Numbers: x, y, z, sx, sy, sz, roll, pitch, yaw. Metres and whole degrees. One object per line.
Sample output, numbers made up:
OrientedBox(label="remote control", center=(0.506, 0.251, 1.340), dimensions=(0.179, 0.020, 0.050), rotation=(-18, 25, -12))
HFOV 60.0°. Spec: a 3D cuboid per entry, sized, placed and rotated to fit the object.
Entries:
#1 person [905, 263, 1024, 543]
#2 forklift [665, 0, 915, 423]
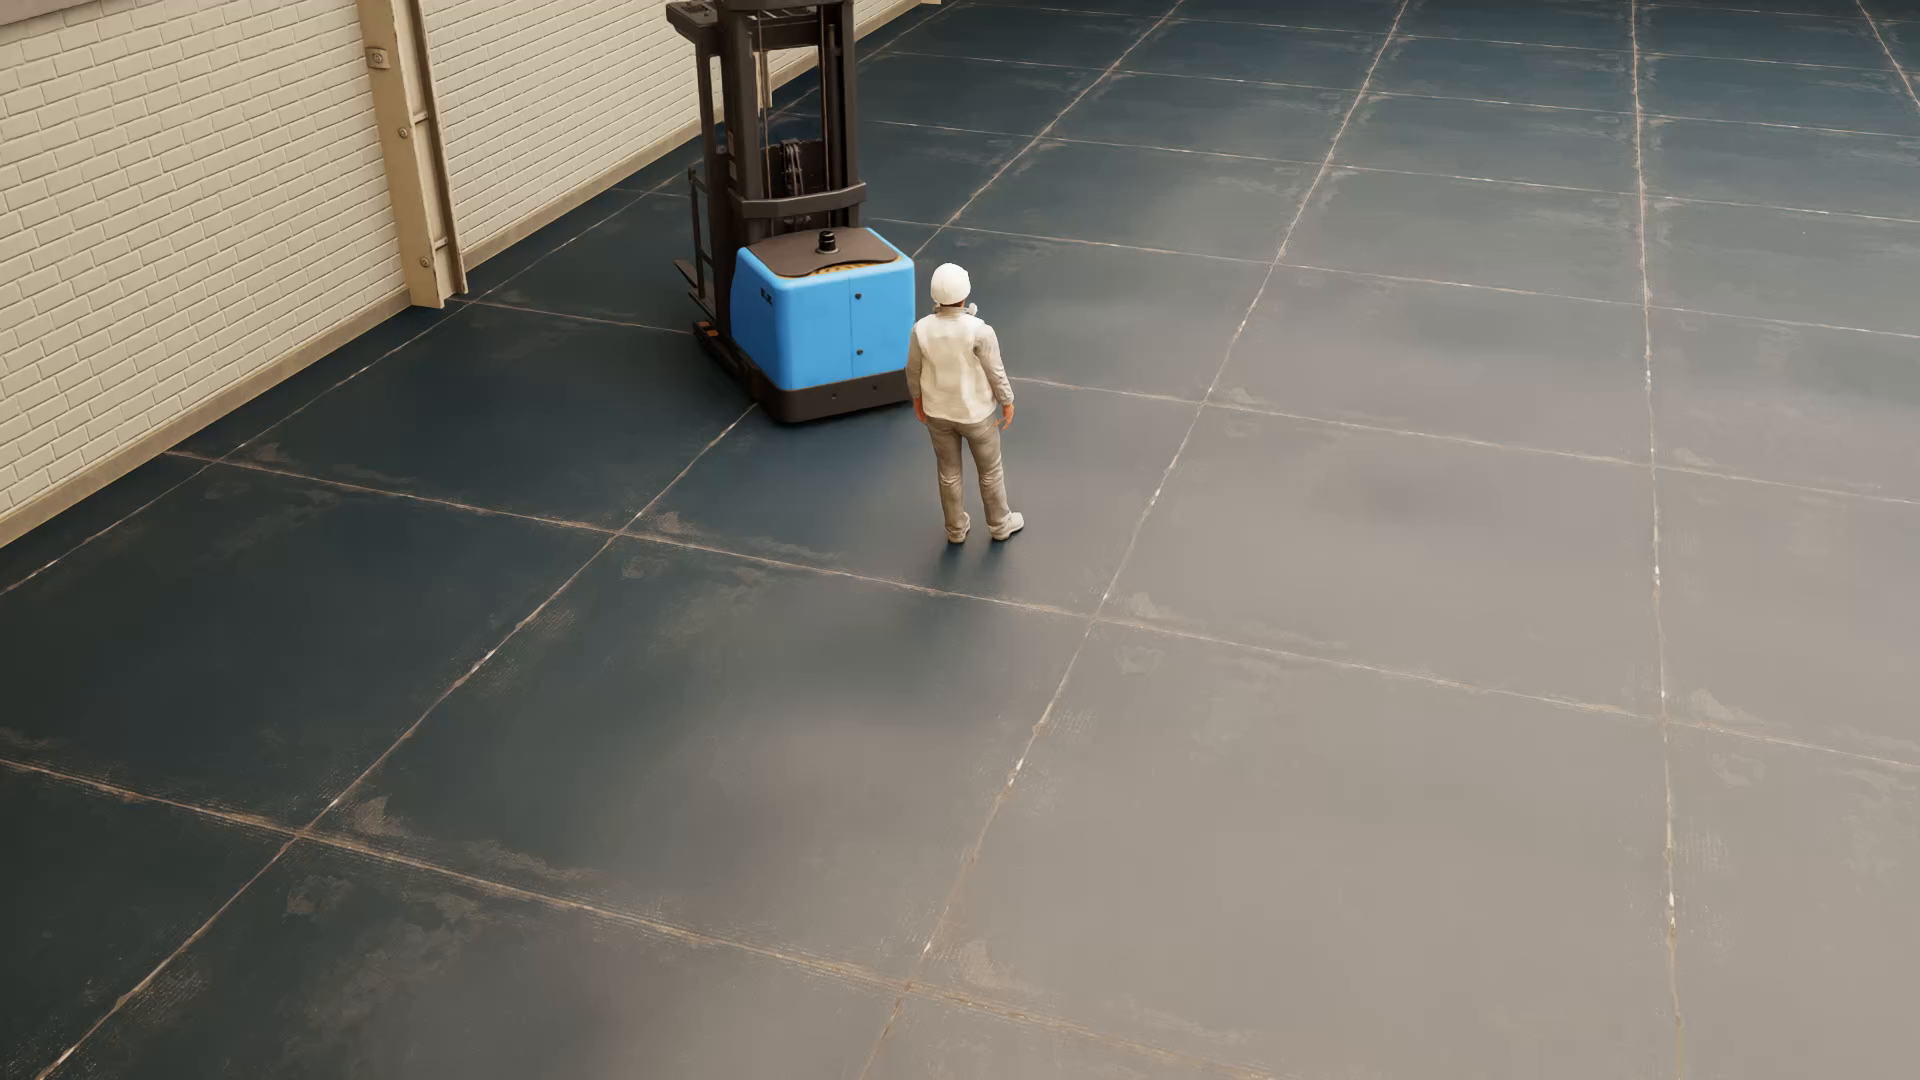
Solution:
OrientedBox(label="person", center=(0.027, -0.805, 9.703), dimensions=(0.633, 1.775, 0.566), rotation=(10, 31, 16))
OrientedBox(label="forklift", center=(-1.390, -2.782, 12.016), dimensions=(1.130, 2.935, 3.031), rotation=(-13, 32, -22))
